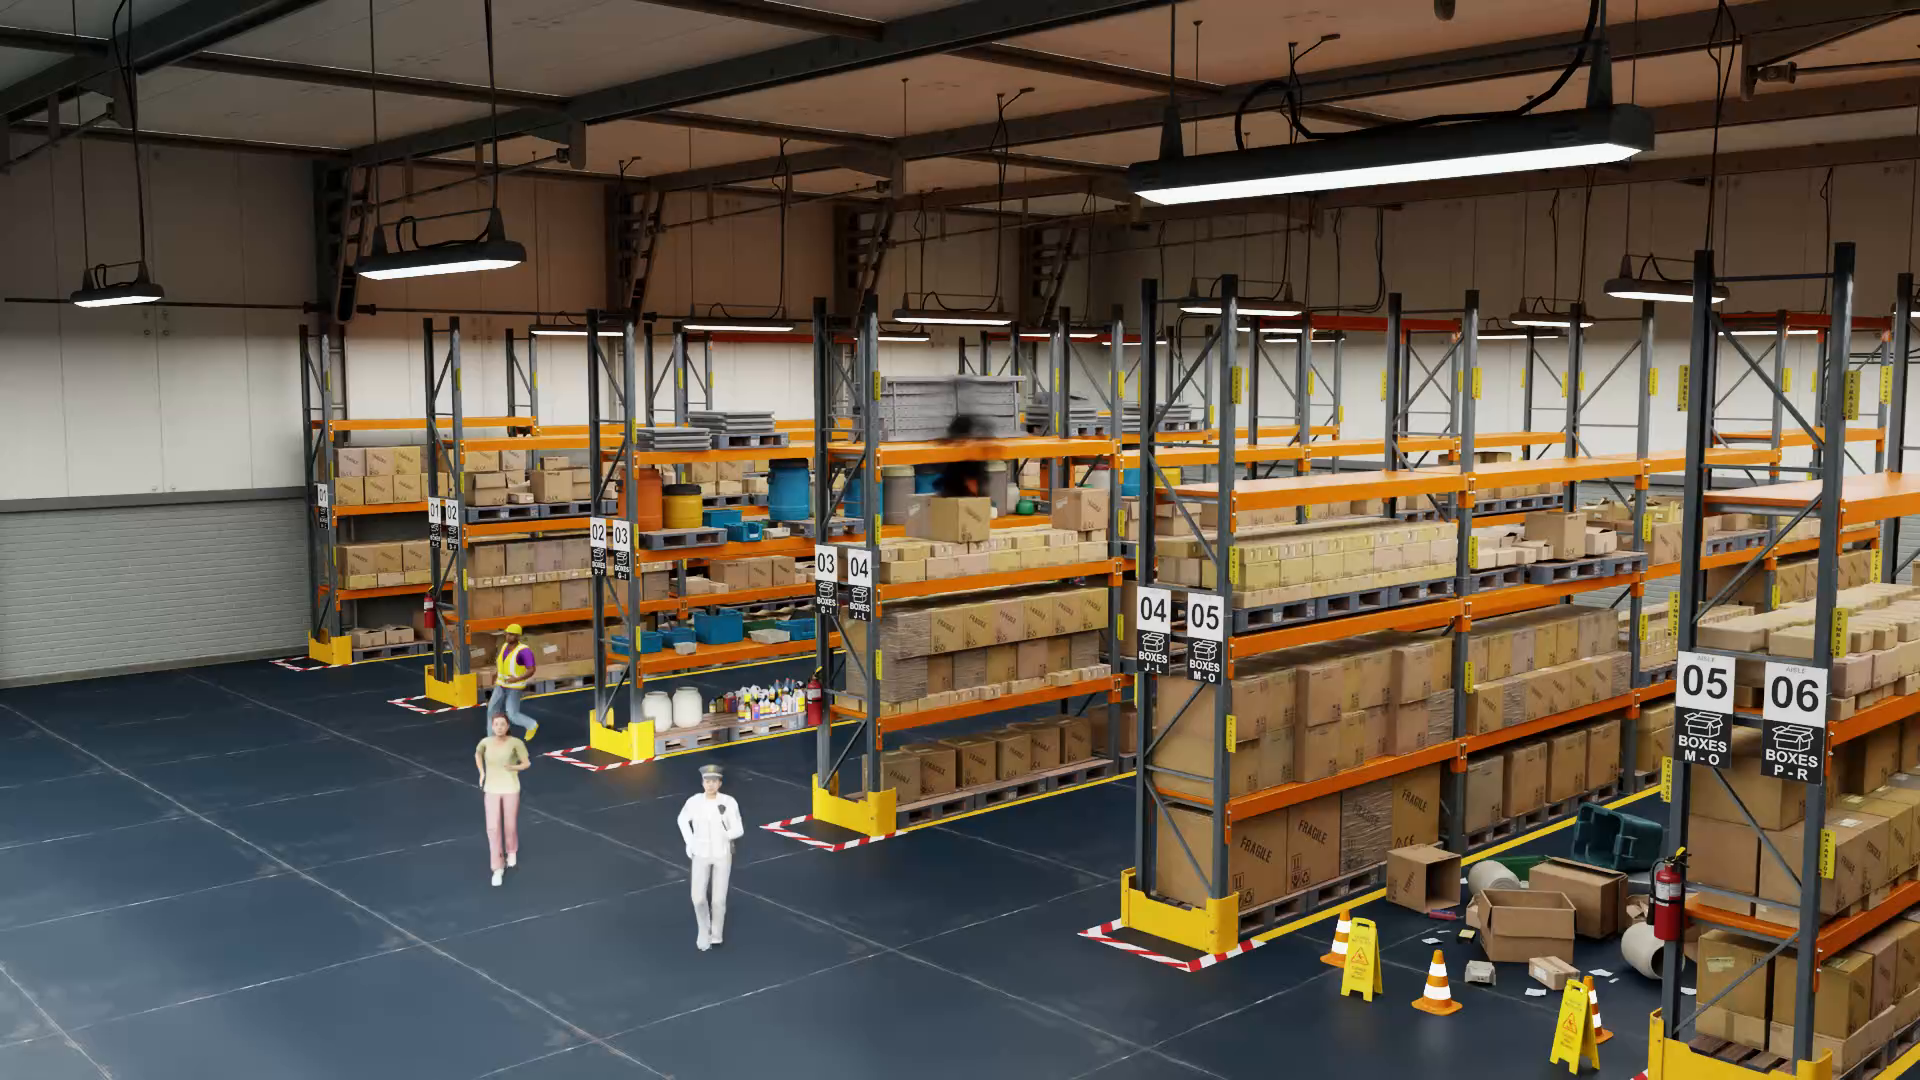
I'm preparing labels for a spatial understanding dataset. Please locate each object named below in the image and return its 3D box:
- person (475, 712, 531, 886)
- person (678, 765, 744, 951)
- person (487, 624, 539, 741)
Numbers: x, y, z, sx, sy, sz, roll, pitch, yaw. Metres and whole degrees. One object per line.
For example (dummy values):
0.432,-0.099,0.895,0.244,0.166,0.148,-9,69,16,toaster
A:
-4.677,2.595,17.017,0.571,1.688,0.850,-1,6,-11,person
-2.226,2.837,14.818,0.596,1.692,0.616,-1,6,-5,person
-6.195,2.012,22.878,0.743,1.719,0.870,4,7,36,person
